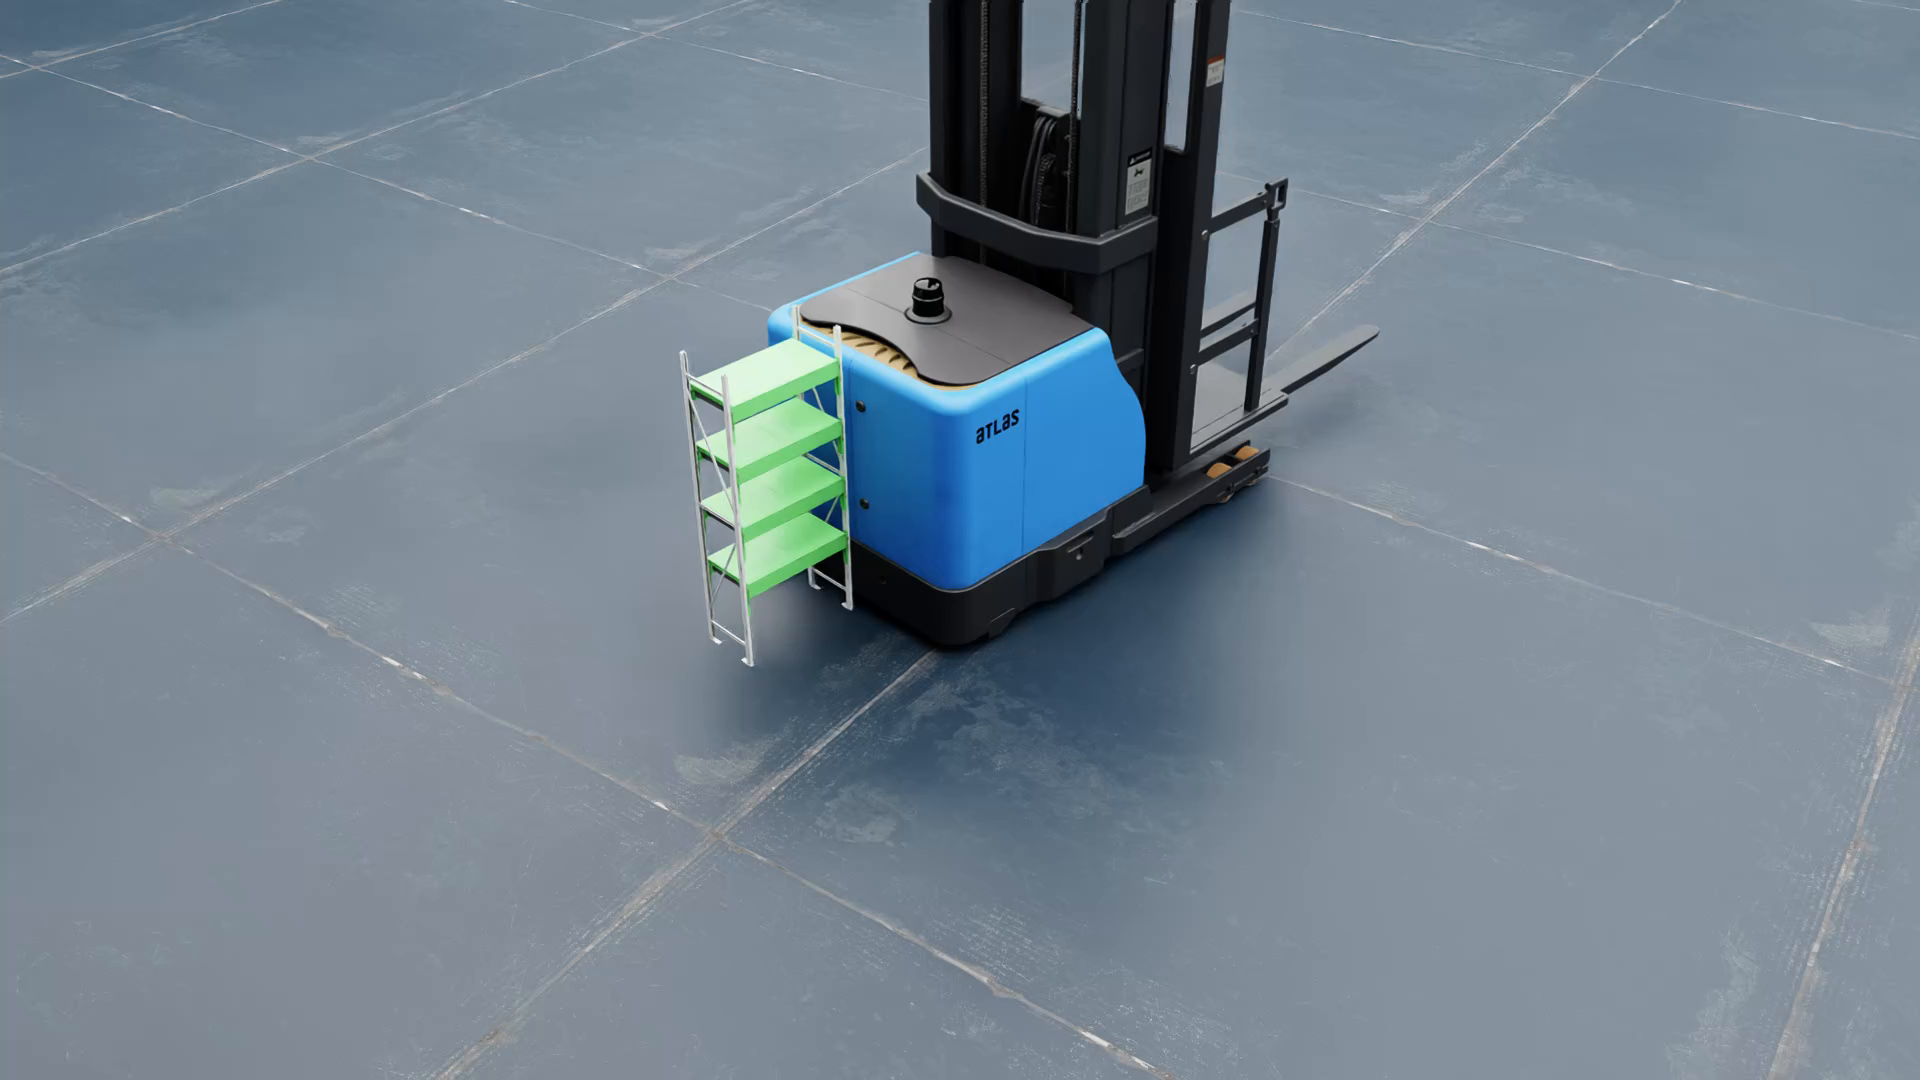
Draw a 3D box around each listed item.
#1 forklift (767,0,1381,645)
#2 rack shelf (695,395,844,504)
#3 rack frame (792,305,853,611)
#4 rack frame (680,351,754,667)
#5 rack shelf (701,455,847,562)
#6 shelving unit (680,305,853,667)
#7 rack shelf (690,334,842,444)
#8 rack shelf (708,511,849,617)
[{"bbox_3d":[0.675,-1.553,6.430,1.130,2.935,3.031,29,44,36],"label":"forklift"},{"bbox_3d":[-0.671,-0.325,5.846,0.258,0.148,0.480,29,44,36],"label":"rack shelf"},{"bbox_3d":[-0.498,-0.276,6.088,0.240,1.200,0.015,29,44,36],"label":"rack frame"},{"bbox_3d":[-0.843,-0.083,5.801,0.240,1.200,0.015,29,44,36],"label":"rack frame"},{"bbox_3d":[-0.671,-0.127,5.980,0.258,0.148,0.480,29,44,36],"label":"rack shelf"},{"bbox_3d":[-0.671,-0.180,5.945,0.258,1.200,0.503,29,44,36],"label":"shelving unit"},{"bbox_3d":[-0.671,-0.524,5.711,0.258,0.148,0.480,29,44,36],"label":"rack shelf"},{"bbox_3d":[-0.671,0.072,6.115,0.258,0.148,0.480,29,44,36],"label":"rack shelf"}]
